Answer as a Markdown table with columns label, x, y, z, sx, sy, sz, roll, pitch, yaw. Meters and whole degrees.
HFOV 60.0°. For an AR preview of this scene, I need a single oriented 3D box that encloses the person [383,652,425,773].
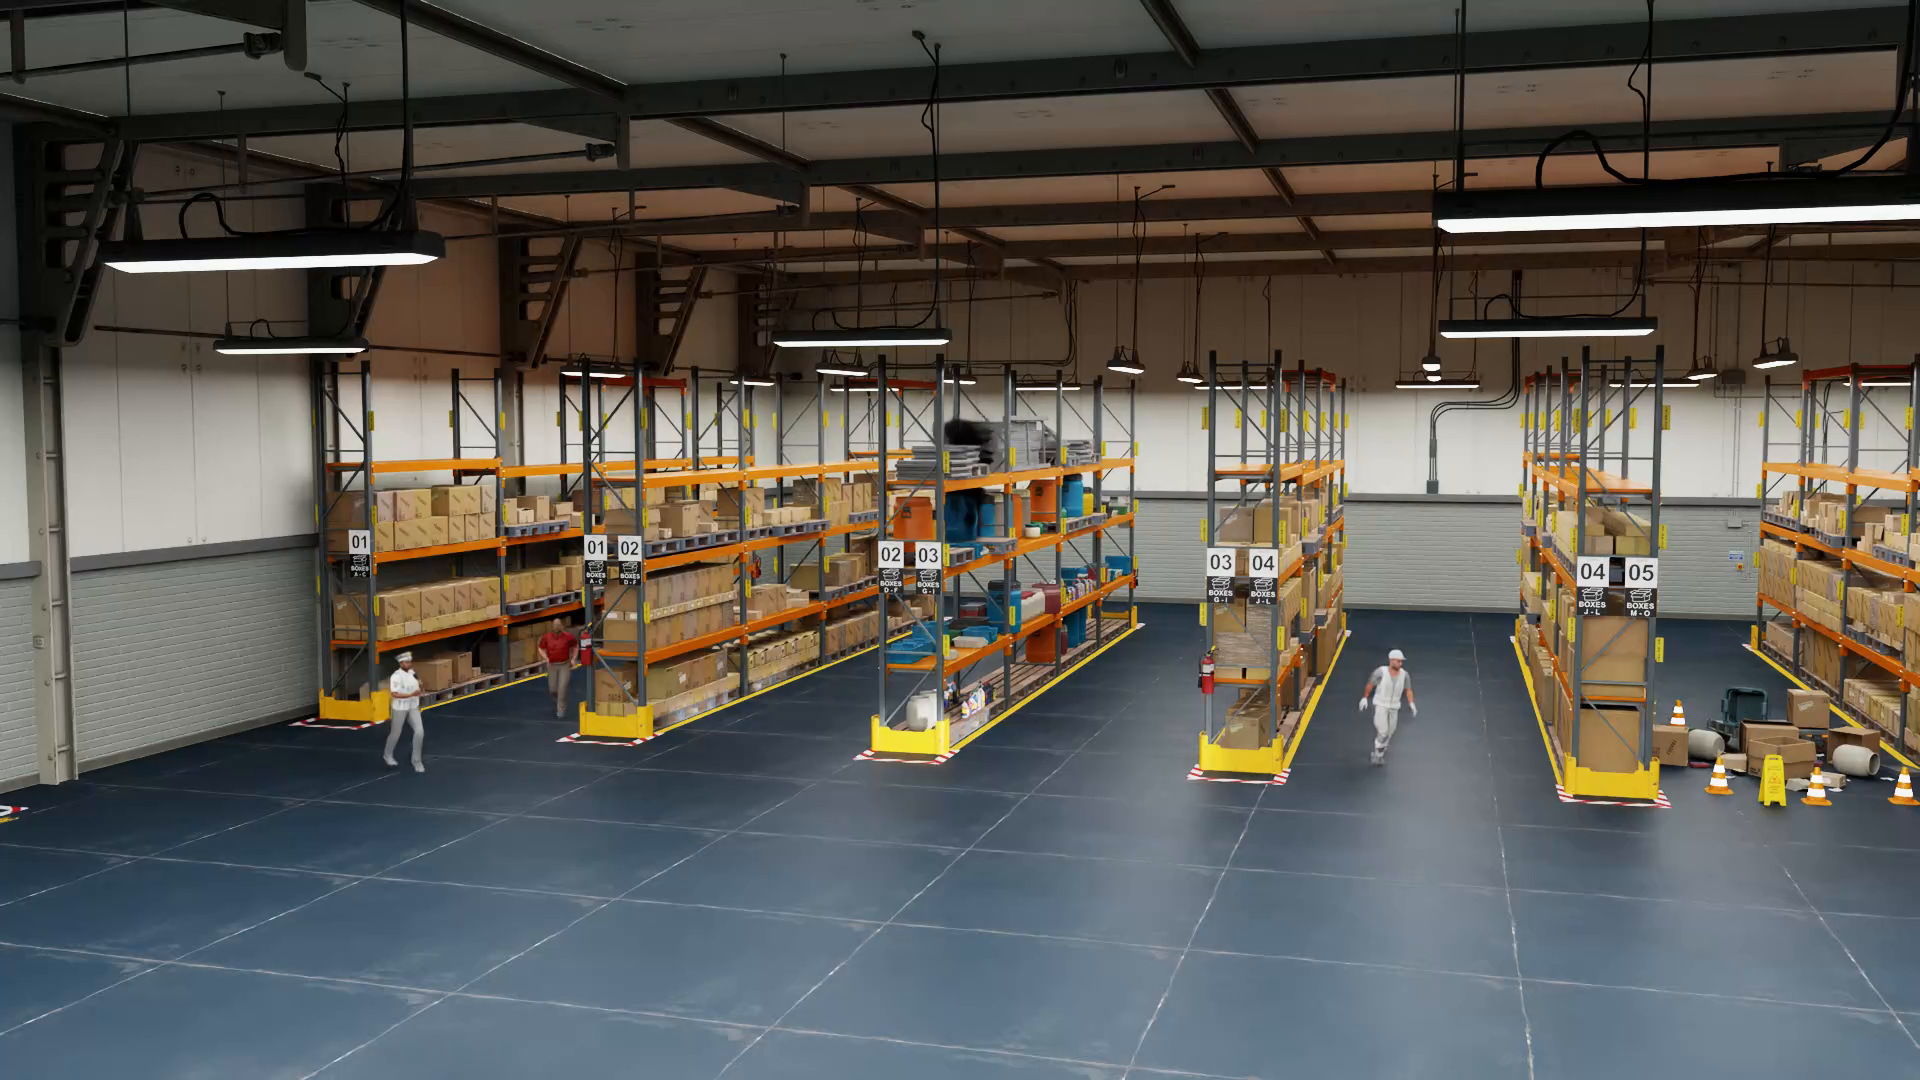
| label | x | y | z | sx | sy | sz | roll | pitch | yaw |
| --- | --- | --- | --- | --- | --- | --- | --- | --- | --- |
| person | -7.961 | 2.458 | 23.814 | 0.848 | 1.749 | 0.524 | 3 | 5 | 37 |

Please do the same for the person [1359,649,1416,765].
| label | x | y | z | sx | sy | sz | roll | pitch | yaw |
| --- | --- | --- | --- | --- | --- | --- | --- | --- | --- |
| person | 6.168 | 2.415 | 23.929 | 0.644 | 1.720 | 0.733 | -1 | 4 | -13 |

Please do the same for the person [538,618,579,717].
| label | x | y | z | sx | sy | sz | roll | pitch | yaw |
| --- | --- | --- | --- | --- | --- | --- | --- | --- | --- |
| person | -6.831 | 2.155 | 28.338 | 0.659 | 1.678 | 0.776 | 0 | 4 | -2 |
